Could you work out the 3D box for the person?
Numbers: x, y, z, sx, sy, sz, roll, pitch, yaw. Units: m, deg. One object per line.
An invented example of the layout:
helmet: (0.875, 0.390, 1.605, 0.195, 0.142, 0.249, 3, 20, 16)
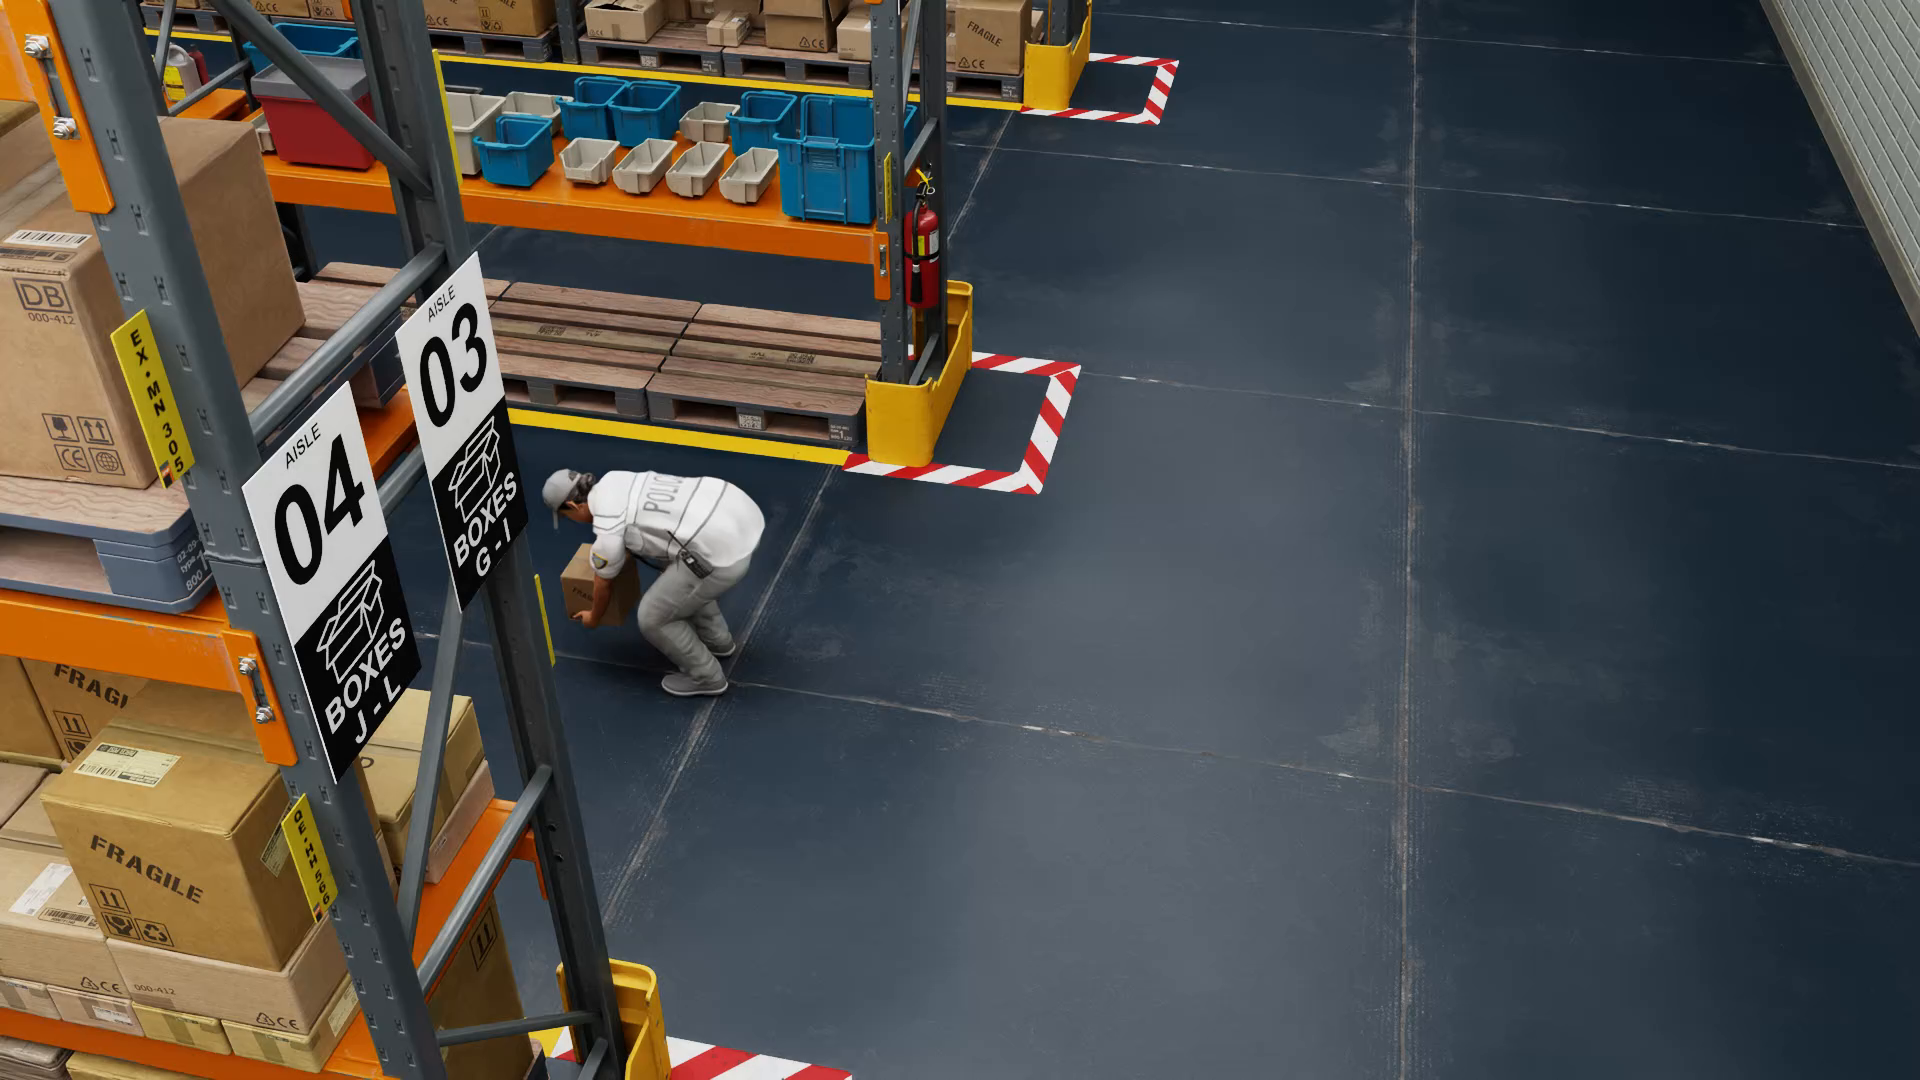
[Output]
person: (-1.314, 0.160, 7.280, 0.938, 1.032, 0.504, 6, 37, 8)
